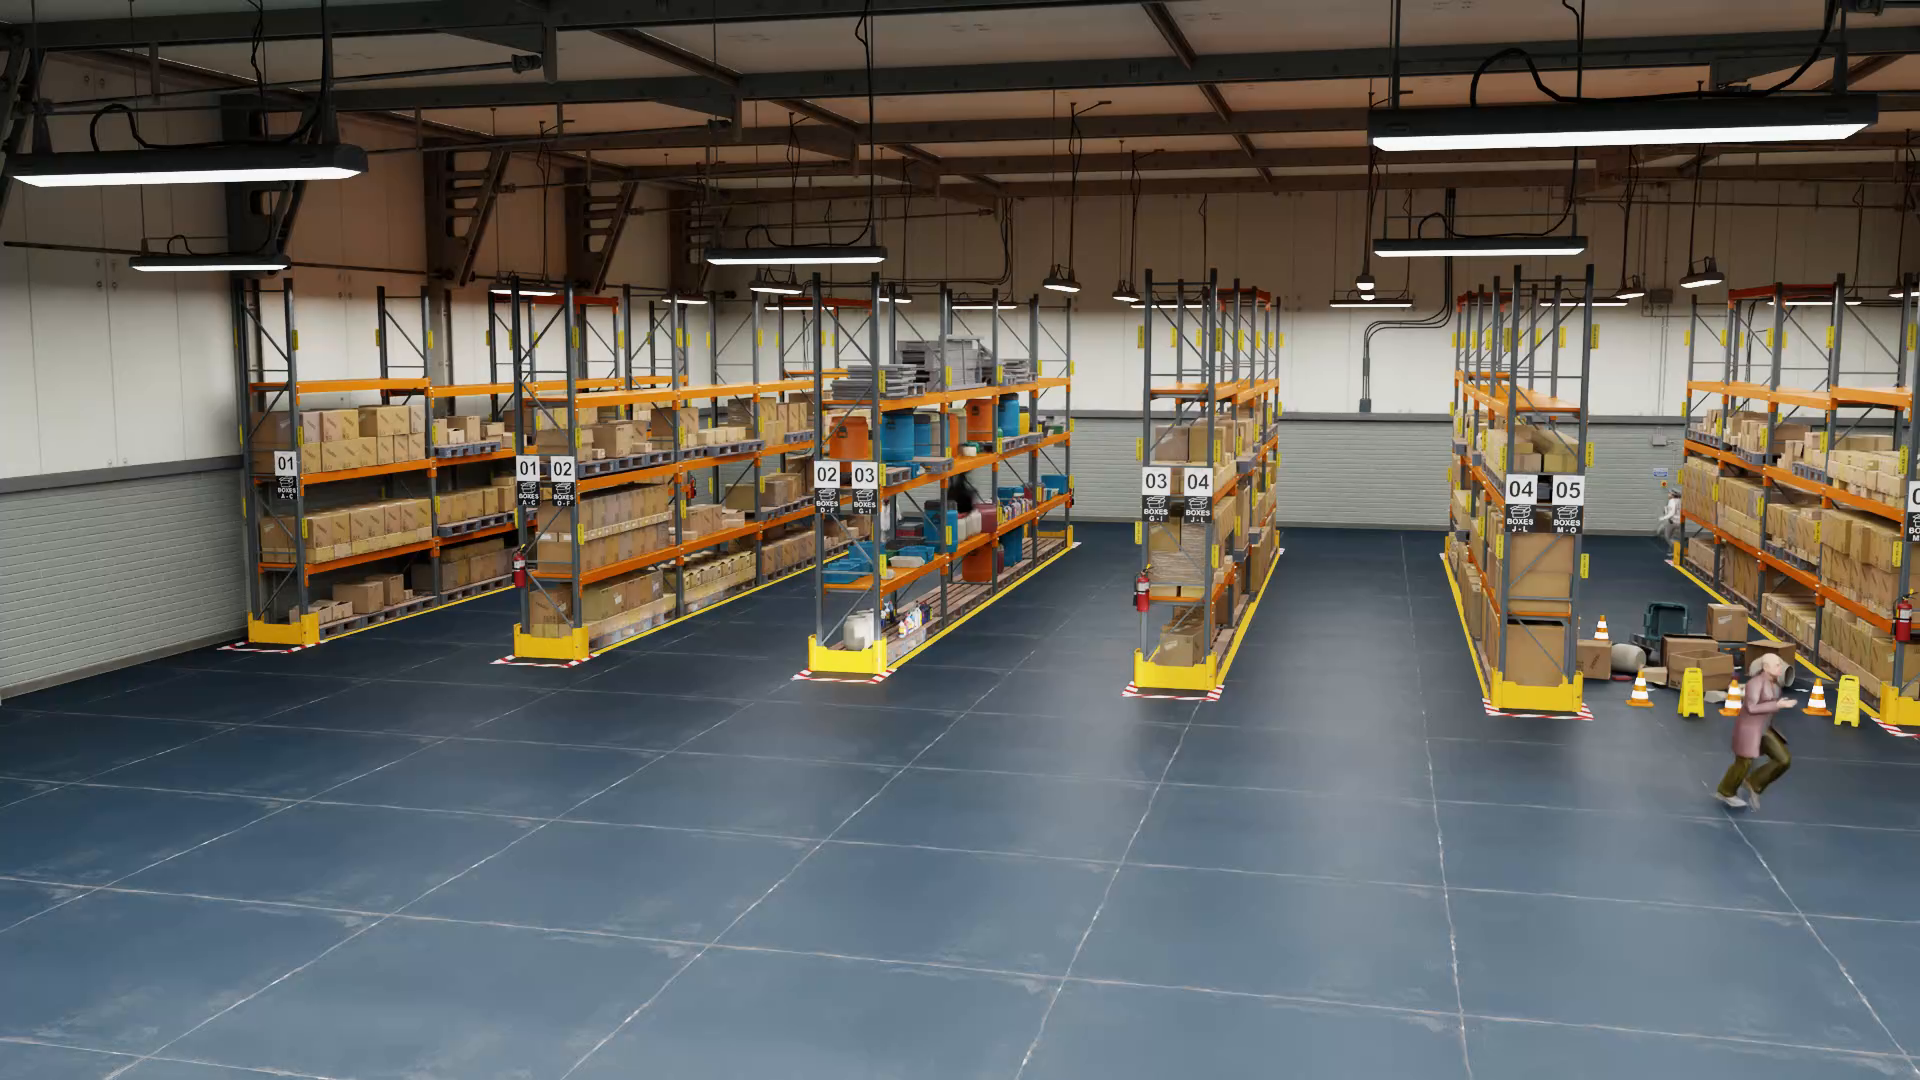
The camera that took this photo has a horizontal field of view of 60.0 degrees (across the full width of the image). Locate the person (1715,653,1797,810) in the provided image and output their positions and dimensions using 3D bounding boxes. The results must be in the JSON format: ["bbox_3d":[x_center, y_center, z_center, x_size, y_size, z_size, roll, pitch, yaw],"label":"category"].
[{"bbox_3d":[8.422,2.119,17.582,0.673,1.538,0.895,-4,8,-29],"label":"person"}]

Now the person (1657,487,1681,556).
[{"bbox_3d":[16.406,-0.415,38.458,0.542,1.627,0.616,3,8,27],"label":"person"}]

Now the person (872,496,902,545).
[{"bbox_3d":[-1.606,-0.226,36.414,0.669,1.745,0.860,1,7,5],"label":"person"}]
